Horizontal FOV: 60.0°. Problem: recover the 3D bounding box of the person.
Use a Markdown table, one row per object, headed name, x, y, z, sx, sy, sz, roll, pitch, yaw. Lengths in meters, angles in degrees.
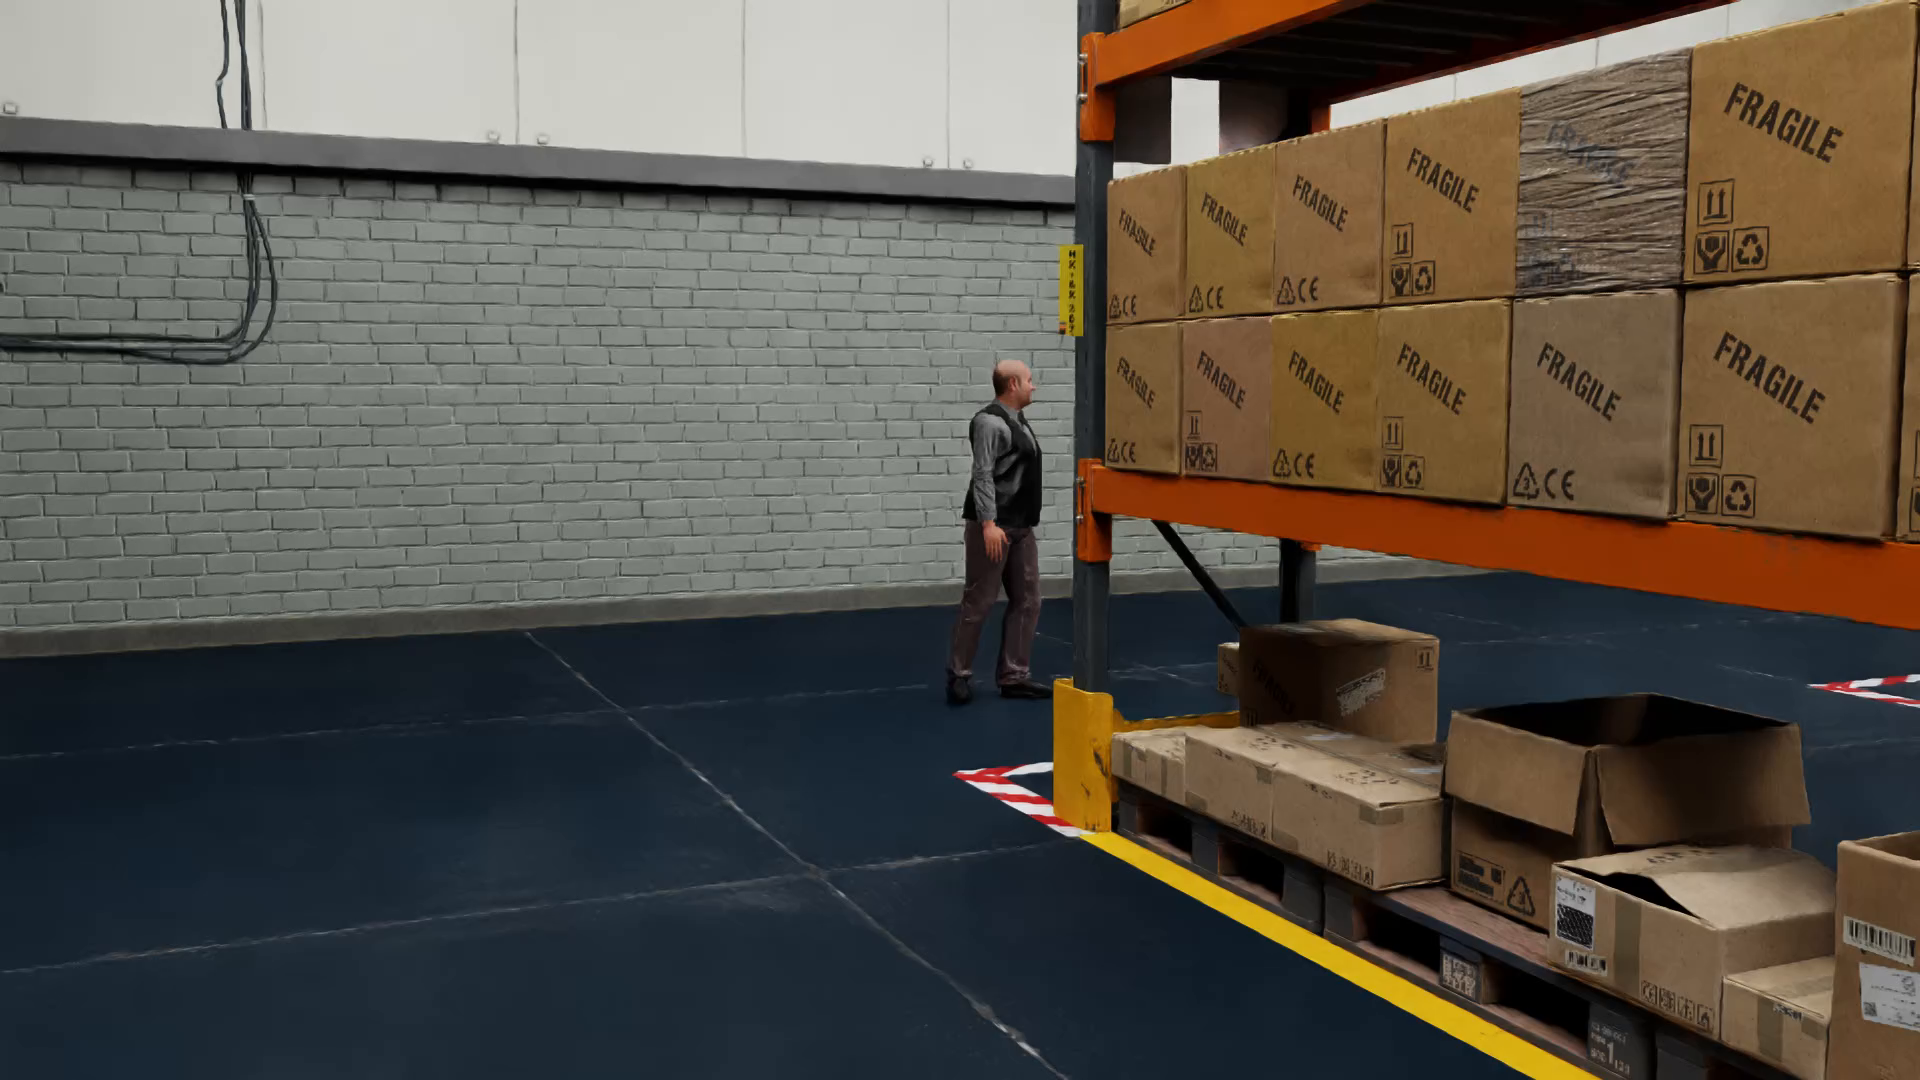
| name | x | y | z | sx | sy | sz | roll | pitch | yaw |
| --- | --- | --- | --- | --- | --- | --- | --- | --- | --- |
| person | 0.204 | -0.050 | 8.408 | 0.529 | 1.722 | 0.598 | 3 | 6 | 25 |
